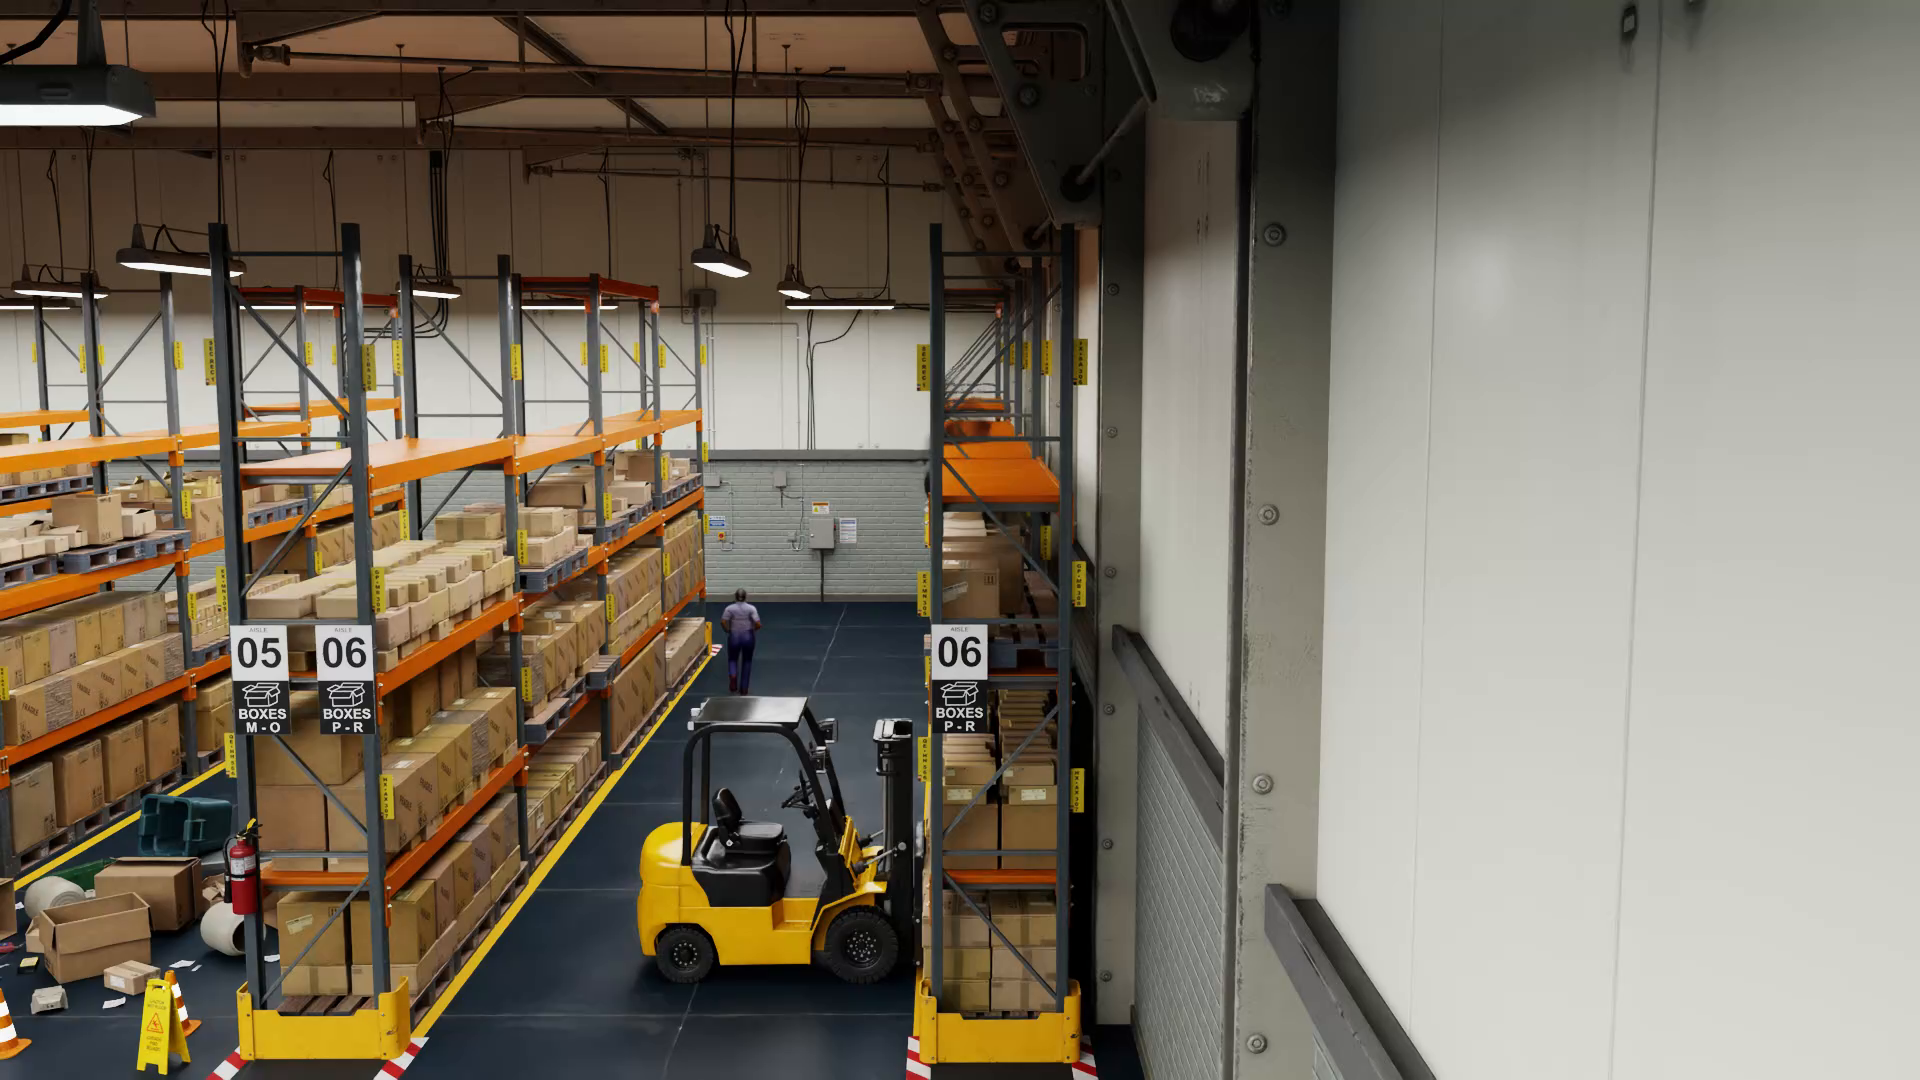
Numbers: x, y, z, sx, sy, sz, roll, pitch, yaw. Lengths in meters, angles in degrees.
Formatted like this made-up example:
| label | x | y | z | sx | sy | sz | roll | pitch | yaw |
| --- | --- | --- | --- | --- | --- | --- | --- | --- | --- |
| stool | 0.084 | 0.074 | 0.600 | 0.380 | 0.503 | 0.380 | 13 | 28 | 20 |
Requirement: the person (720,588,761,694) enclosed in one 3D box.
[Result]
| label | x | y | z | sx | sy | sz | roll | pitch | yaw |
| --- | --- | --- | --- | --- | --- | --- | --- | --- | --- |
| person | -3.252 | 1.495 | 24.710 | 0.603 | 1.597 | 0.551 | -1 | 7 | -7 |
